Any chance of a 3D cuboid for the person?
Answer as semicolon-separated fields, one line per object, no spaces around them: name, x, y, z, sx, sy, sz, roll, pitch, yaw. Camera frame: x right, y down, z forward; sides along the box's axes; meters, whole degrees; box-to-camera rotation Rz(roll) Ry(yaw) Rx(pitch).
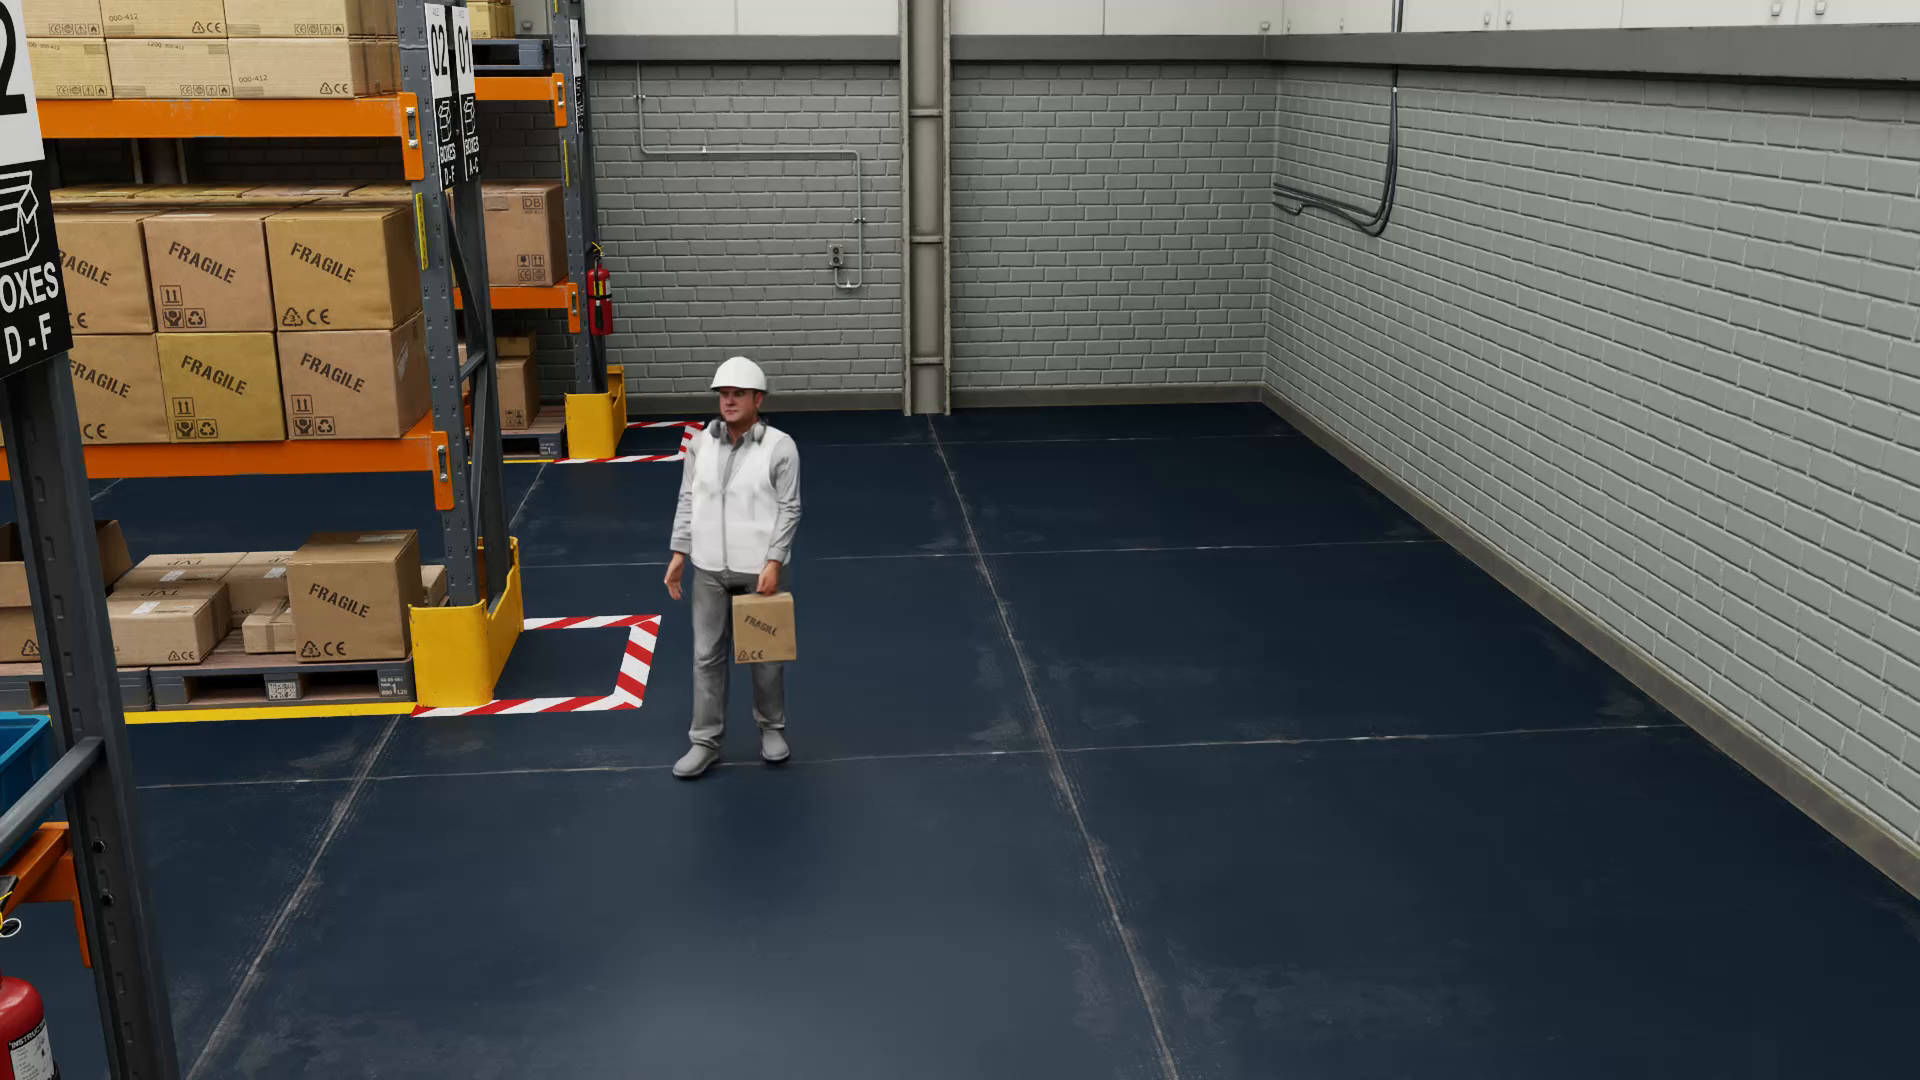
person;-0.952;0.122;7.078;0.560;1.777;0.545;4;17;12
